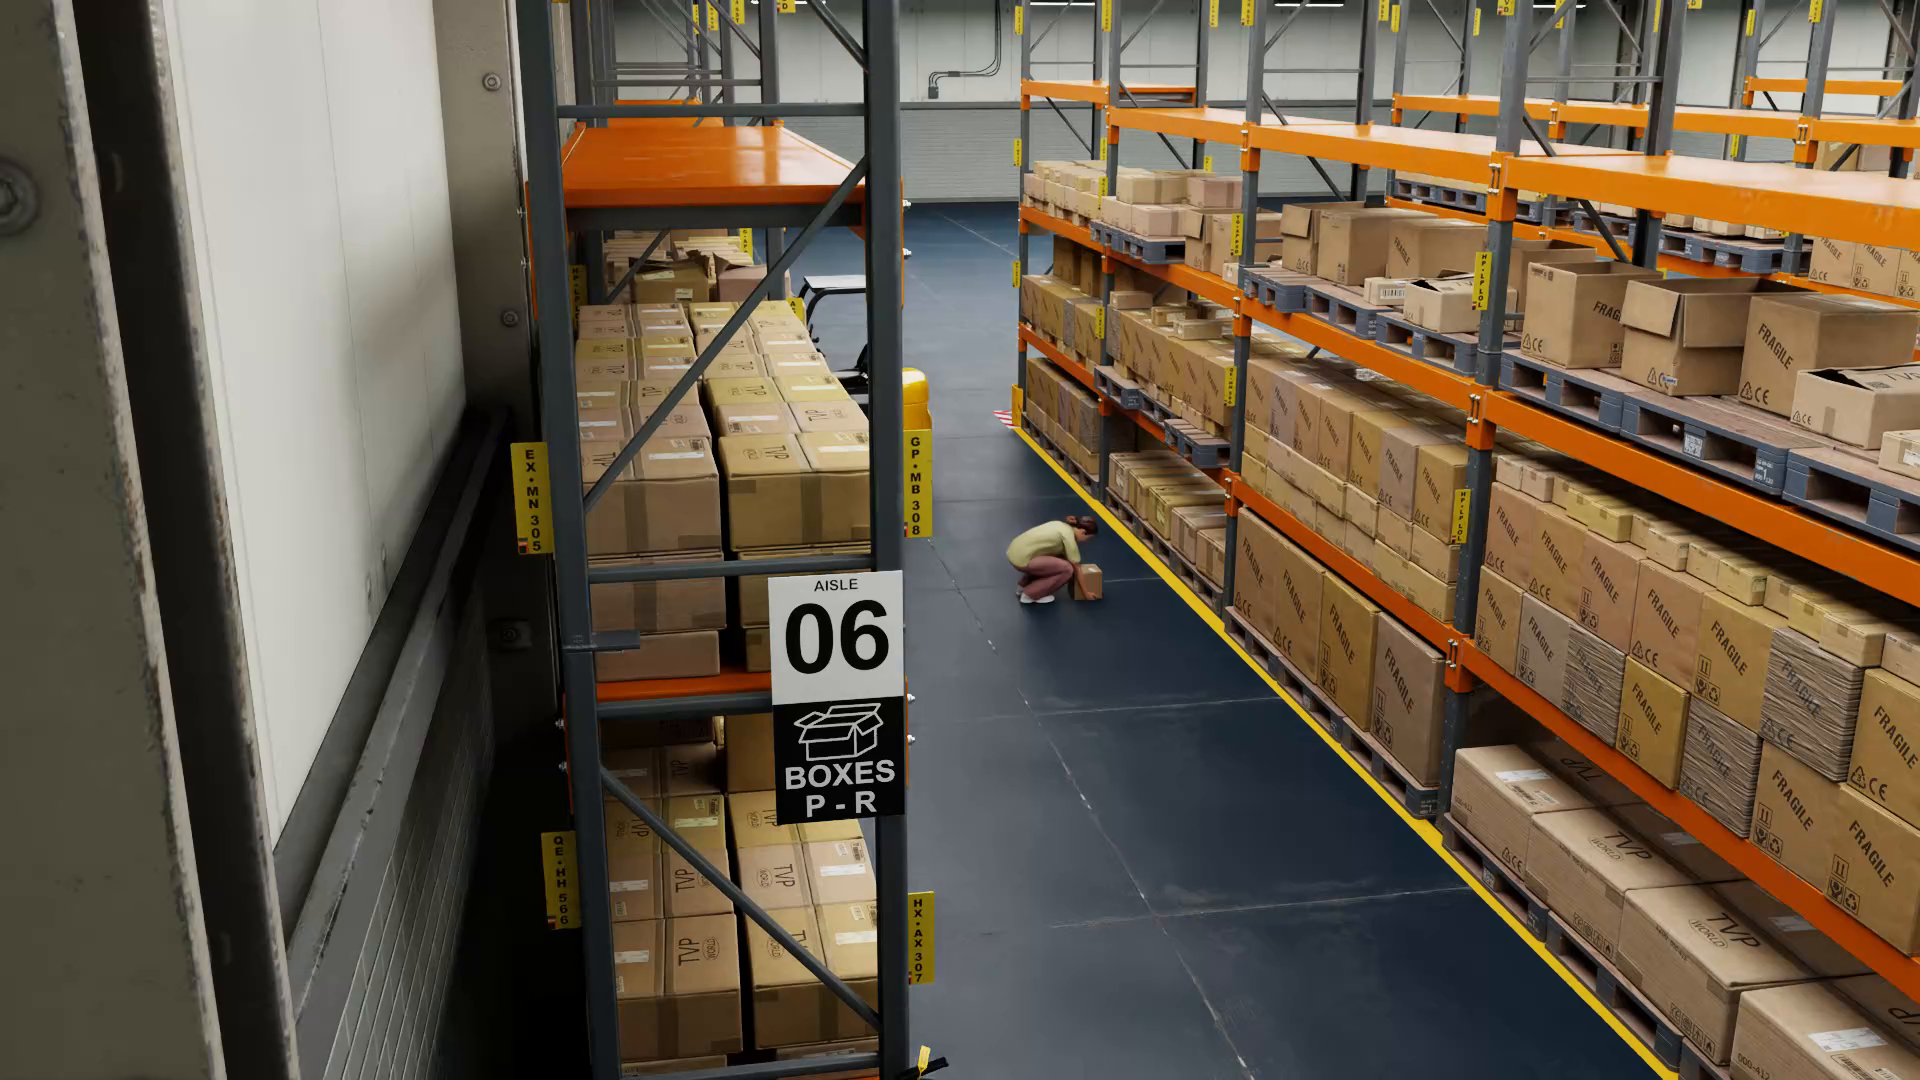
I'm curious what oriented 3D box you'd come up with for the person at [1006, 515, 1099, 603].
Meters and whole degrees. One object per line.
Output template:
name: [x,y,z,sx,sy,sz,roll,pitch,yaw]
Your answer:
person: [0.821,0.184,14.689,0.836,0.816,0.471,-3,17,-11]
